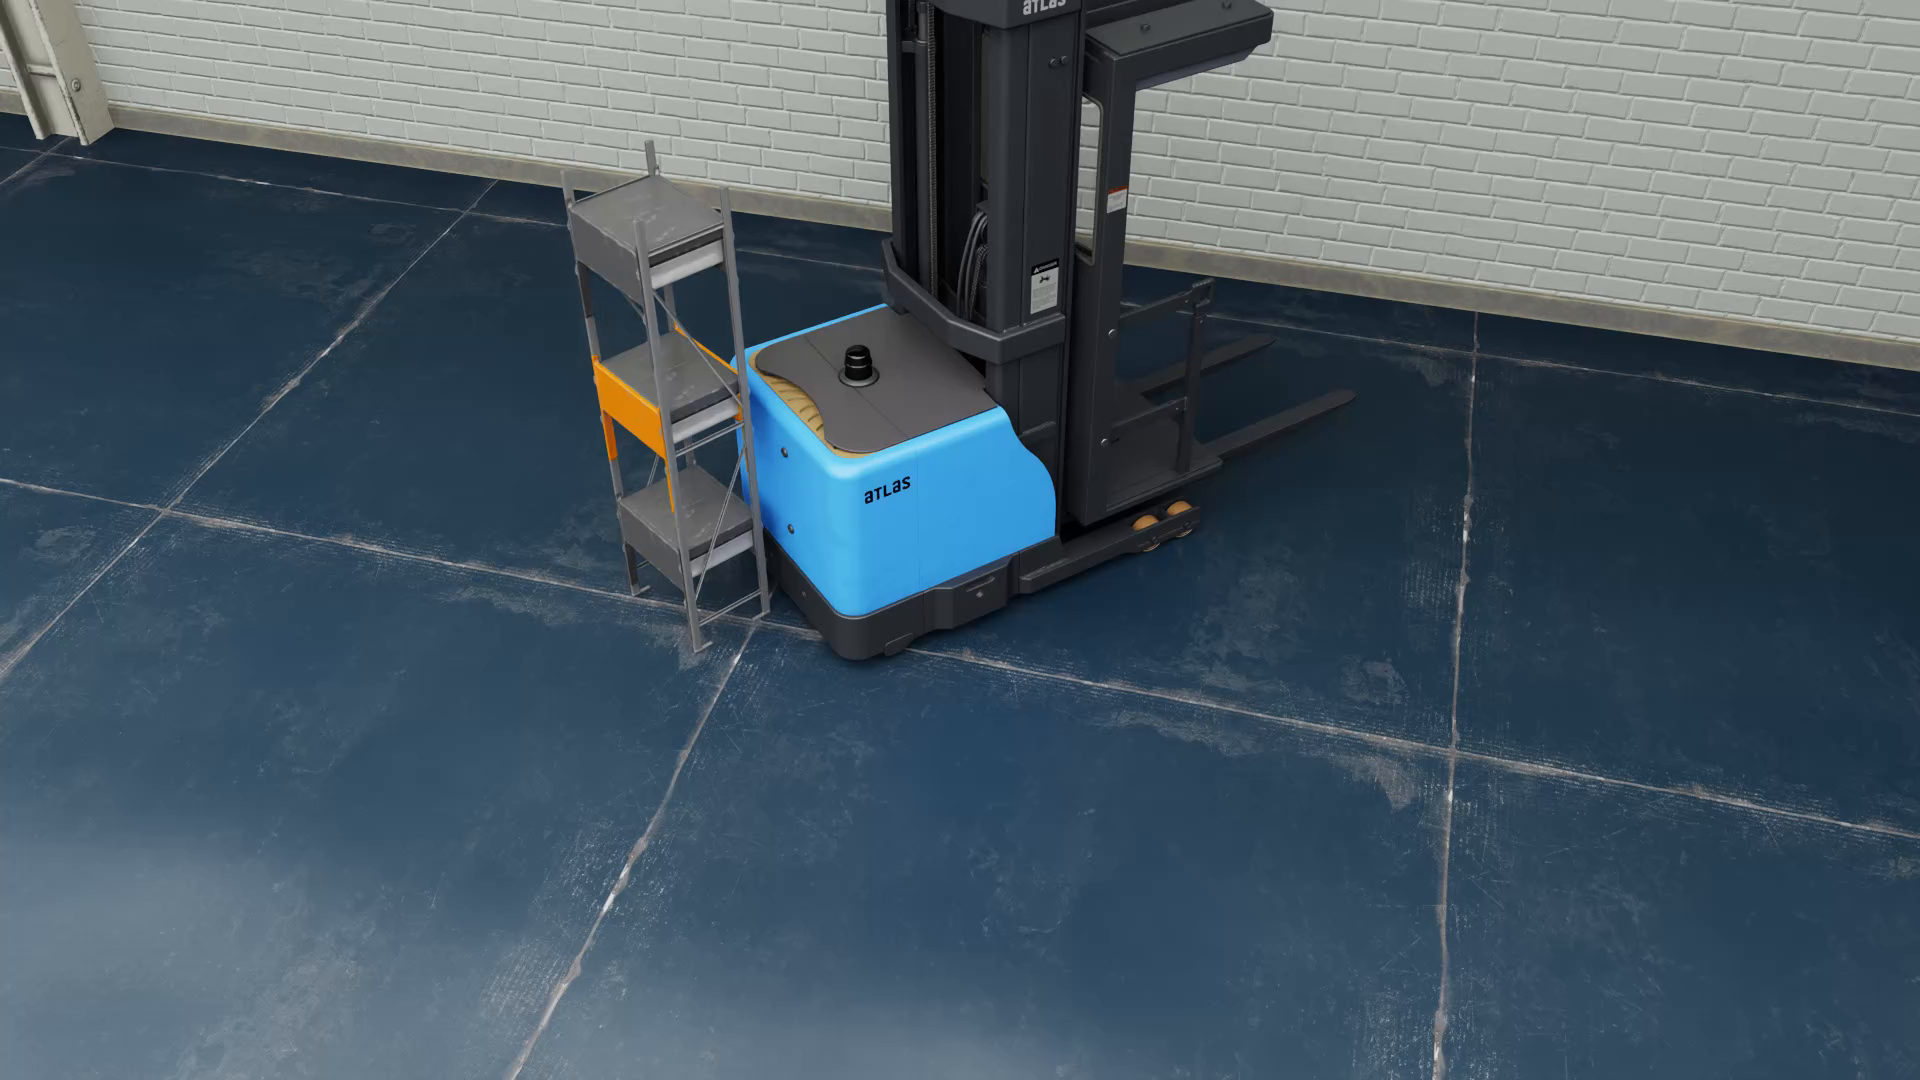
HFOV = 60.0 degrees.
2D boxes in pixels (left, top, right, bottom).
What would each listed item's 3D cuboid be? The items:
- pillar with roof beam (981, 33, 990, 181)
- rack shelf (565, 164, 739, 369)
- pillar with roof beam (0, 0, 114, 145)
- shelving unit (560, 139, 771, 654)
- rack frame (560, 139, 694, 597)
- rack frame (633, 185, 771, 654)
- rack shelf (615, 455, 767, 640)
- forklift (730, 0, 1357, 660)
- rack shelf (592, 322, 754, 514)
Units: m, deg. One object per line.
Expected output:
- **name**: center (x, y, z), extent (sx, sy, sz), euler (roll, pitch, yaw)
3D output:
- **pillar with roof beam**: center (-1.152, -2.473, 3.722), extent (0.400, 9.000, 9.100), euler (10, 41, 11)
- **rack shelf**: center (-1.158, -1.043, 6.316), extent (0.431, 0.518, 0.480), euler (-30, 48, -30)
- **pillar with roof beam**: center (-6.948, -3.470, 4.910), extent (0.400, 9.000, 9.100), euler (10, 41, 11)
- **shelving unit**: center (-1.158, -0.517, 6.758), extent (0.431, 2.100, 0.503), euler (-30, 48, -30)
- **rack frame**: center (-1.319, -0.635, 6.898), extent (0.400, 2.100, 0.015), euler (-30, 48, -30)
- **rack frame**: center (-0.996, -0.400, 6.618), extent (0.400, 2.100, 0.015), euler (-30, 48, -30)
- **rack shelf**: center (-1.158, 0.029, 7.217), extent (0.431, 0.518, 0.480), euler (-30, 48, -30)
- **forklift**: center (0.526, -1.336, 7.087), extent (3.031, 2.935, 1.130), euler (-22, 45, -24)
- **rack shelf**: center (-1.158, -0.507, 6.767), extent (0.431, 0.518, 0.480), euler (-30, 48, -30)
